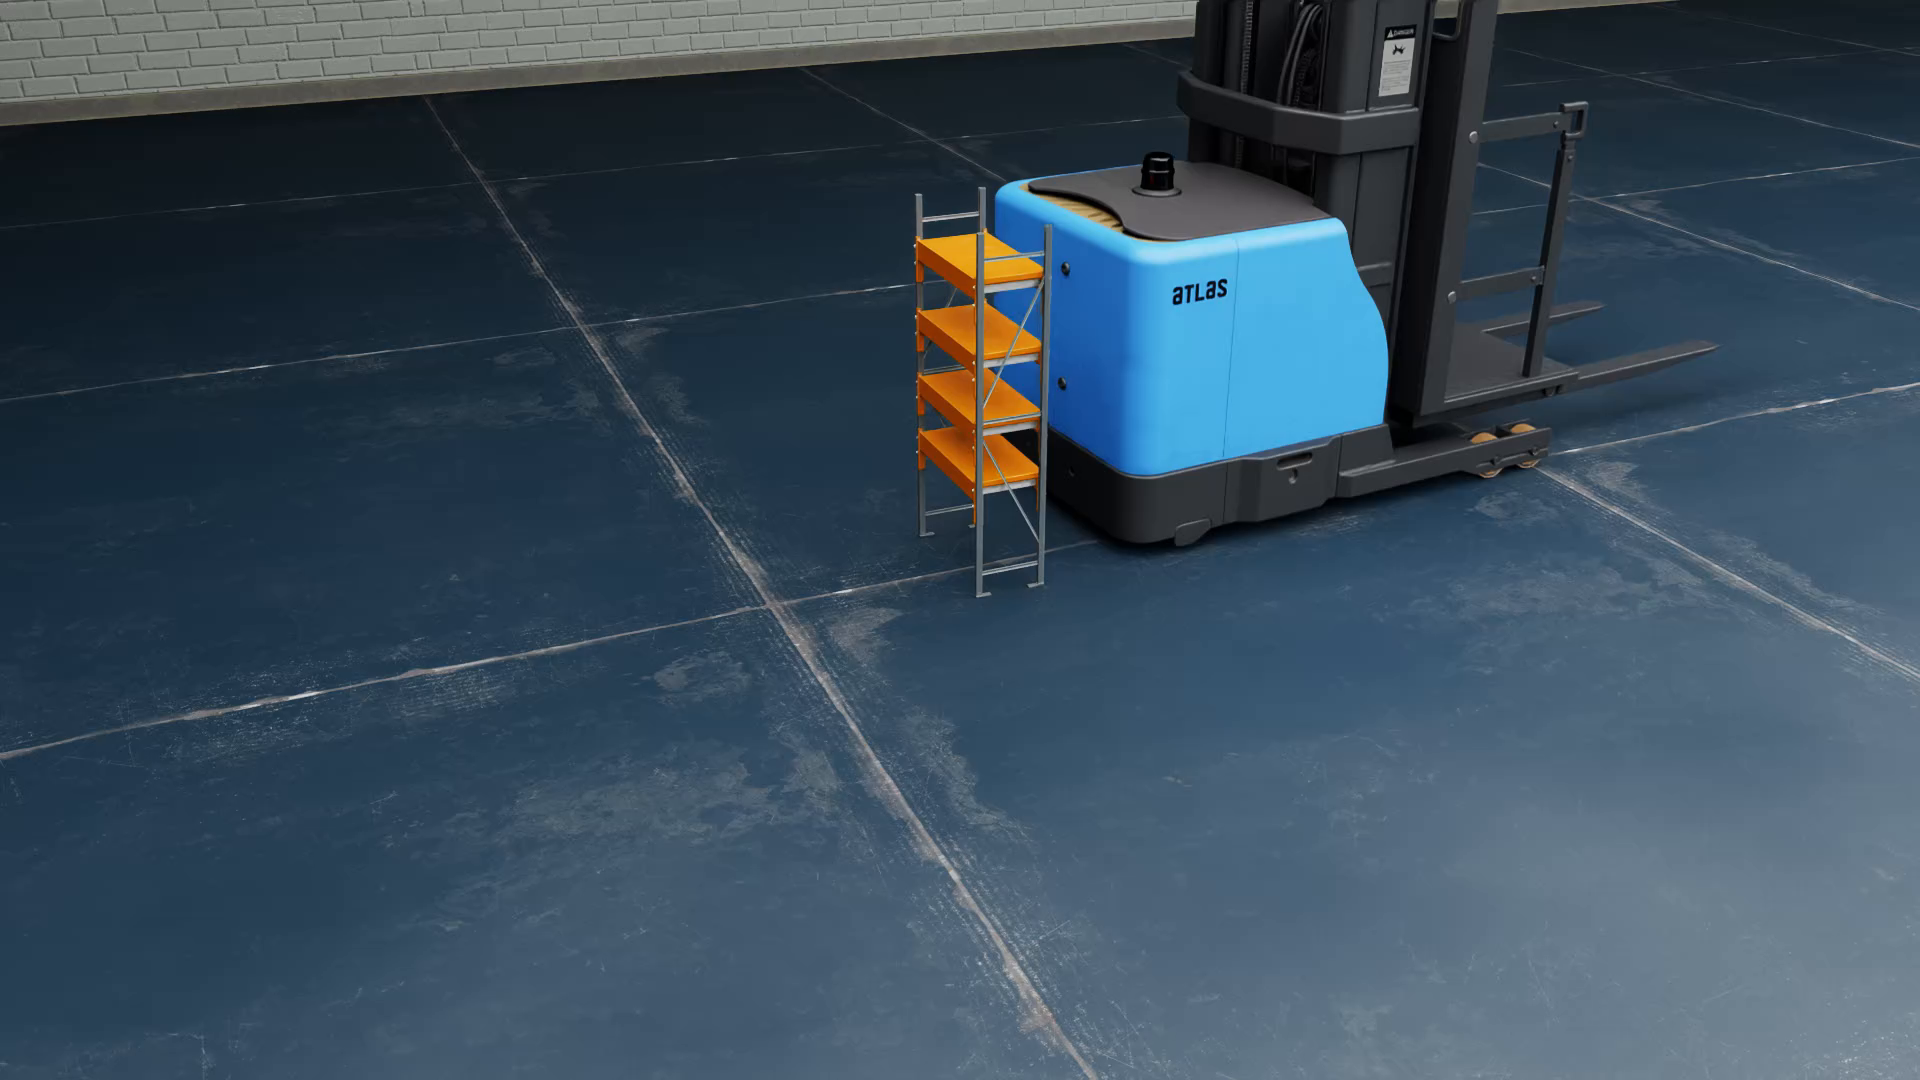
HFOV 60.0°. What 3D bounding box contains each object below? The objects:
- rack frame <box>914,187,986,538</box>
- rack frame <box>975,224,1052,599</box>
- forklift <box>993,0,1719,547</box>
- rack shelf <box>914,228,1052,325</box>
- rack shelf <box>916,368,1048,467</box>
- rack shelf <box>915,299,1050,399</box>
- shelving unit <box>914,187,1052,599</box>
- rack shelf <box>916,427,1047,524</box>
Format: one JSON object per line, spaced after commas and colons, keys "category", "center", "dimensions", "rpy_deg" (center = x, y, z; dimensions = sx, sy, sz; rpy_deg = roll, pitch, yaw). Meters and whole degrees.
{"category": "rack frame", "center": [-0.031, -0.571, 5.552], "dimensions": [0.240, 1.200, 0.015], "rpy_deg": [-11, 28, -21]}
{"category": "rack frame", "center": [0.160, -0.374, 5.148], "dimensions": [0.240, 1.200, 0.015], "rpy_deg": [-11, 28, -21]}
{"category": "forklift", "center": [1.655, -1.739, 5.971], "dimensions": [3.031, 2.935, 1.130], "rpy_deg": [-13, 29, -25]}
{"category": "rack shelf", "center": [0.065, -0.825, 5.177], "dimensions": [0.258, 0.148, 0.480], "rpy_deg": [-11, 28, -21]}
{"category": "rack shelf", "center": [0.065, -0.412, 5.379], "dimensions": [0.258, 0.148, 0.480], "rpy_deg": [-11, 28, -21]}
{"category": "rack shelf", "center": [0.065, -0.613, 5.281], "dimensions": [0.258, 0.148, 0.480], "rpy_deg": [-11, 28, -21]}
{"category": "shelving unit", "center": [0.065, -0.472, 5.350], "dimensions": [0.258, 1.200, 0.503], "rpy_deg": [-11, 28, -21]}
{"category": "rack shelf", "center": [0.065, -0.233, 5.467], "dimensions": [0.258, 0.148, 0.480], "rpy_deg": [-11, 28, -21]}
